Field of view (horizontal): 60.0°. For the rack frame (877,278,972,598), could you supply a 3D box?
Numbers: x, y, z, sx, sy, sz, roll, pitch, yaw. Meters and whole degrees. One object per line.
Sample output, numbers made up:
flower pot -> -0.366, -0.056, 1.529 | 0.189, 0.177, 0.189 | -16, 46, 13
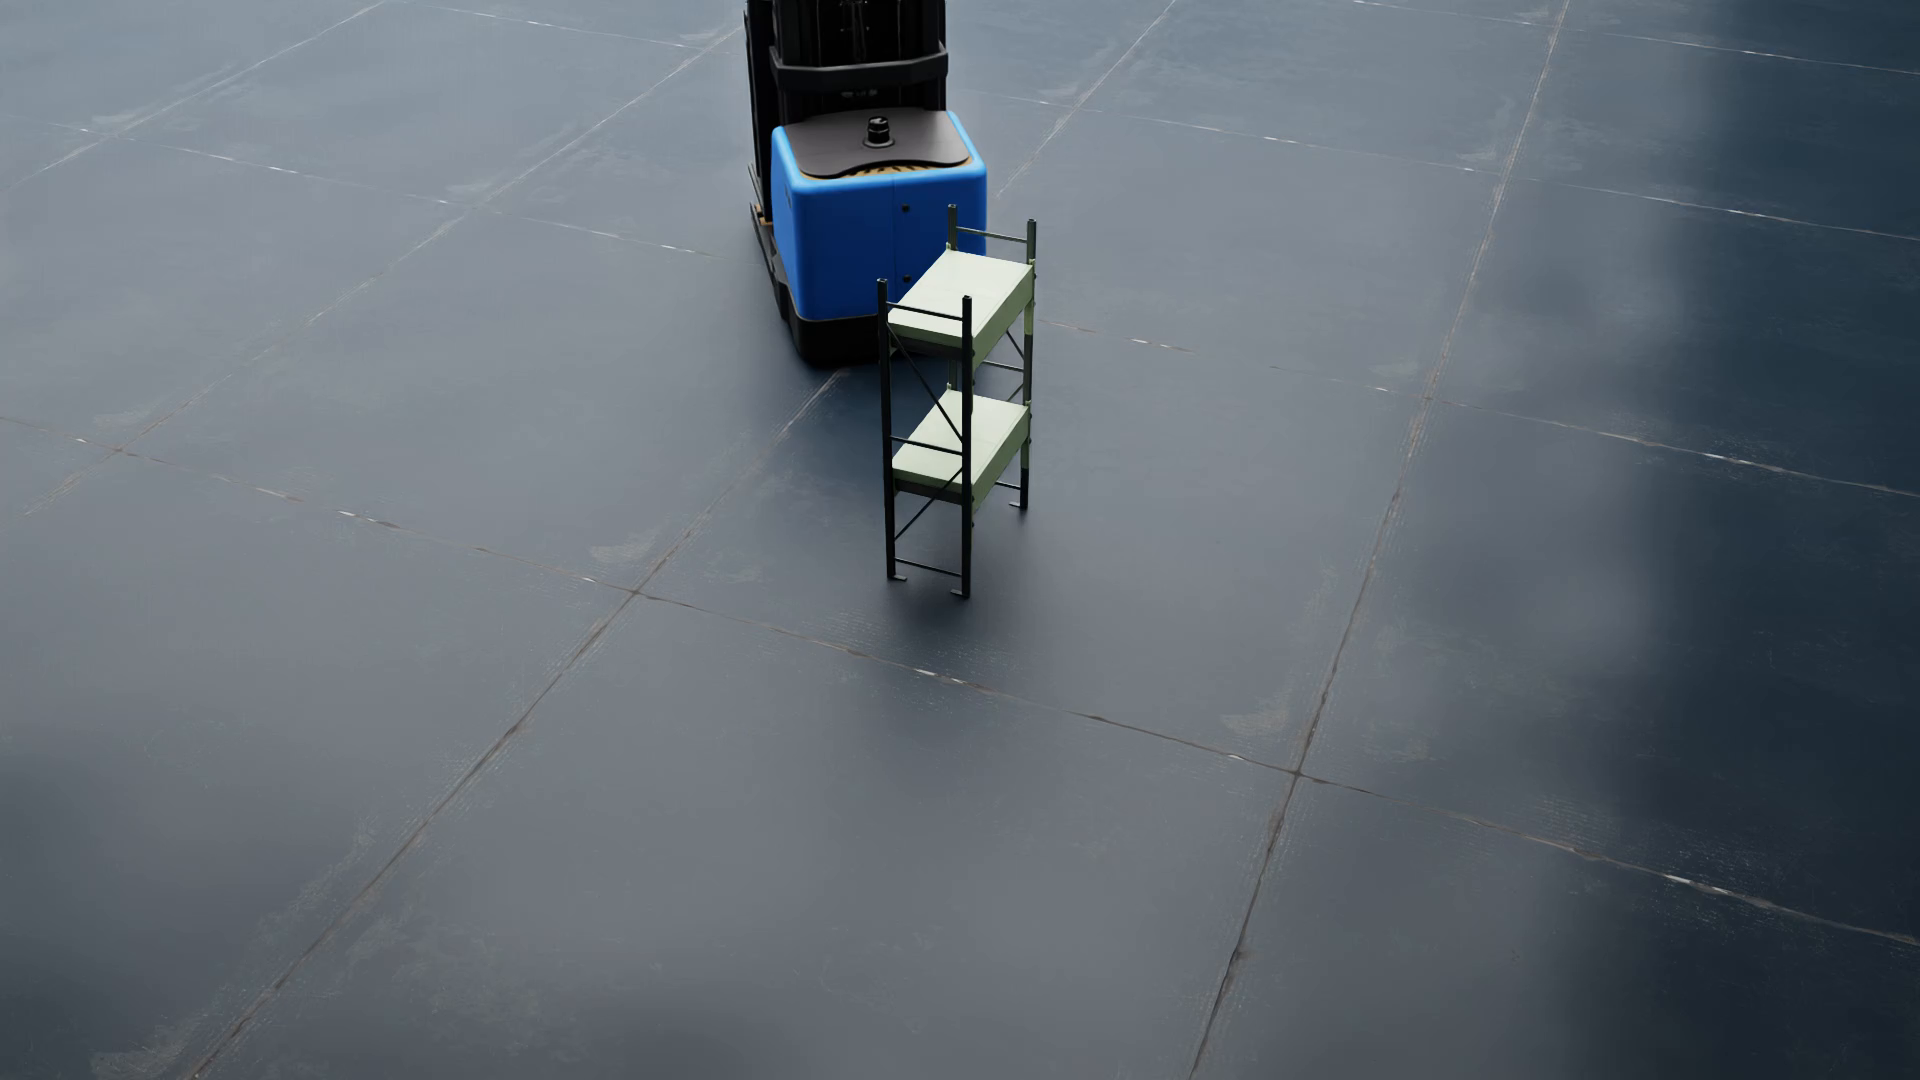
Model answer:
rack frame -> -0.142, -0.394, 7.025 | 0.400, 1.500, 0.023 | 14, 39, 18

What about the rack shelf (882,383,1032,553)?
rack shelf -> -0.003, -0.336, 7.491 | 0.431, 0.370, 0.720 | 14, 39, 18

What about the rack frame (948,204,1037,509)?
rack frame -> 0.137, -0.800, 7.567 | 0.400, 1.500, 0.023 | 14, 39, 18

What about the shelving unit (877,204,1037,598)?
shelving unit -> -0.003, -0.597, 7.296 | 0.431, 1.500, 0.755 | 14, 39, 18

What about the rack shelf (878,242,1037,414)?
rack shelf -> -0.003, -0.910, 7.062 | 0.431, 0.370, 0.720 | 14, 39, 18

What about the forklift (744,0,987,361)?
forklift -> -0.676, -3.019, 9.341 | 1.130, 2.935, 3.031 | -8, 38, -10
